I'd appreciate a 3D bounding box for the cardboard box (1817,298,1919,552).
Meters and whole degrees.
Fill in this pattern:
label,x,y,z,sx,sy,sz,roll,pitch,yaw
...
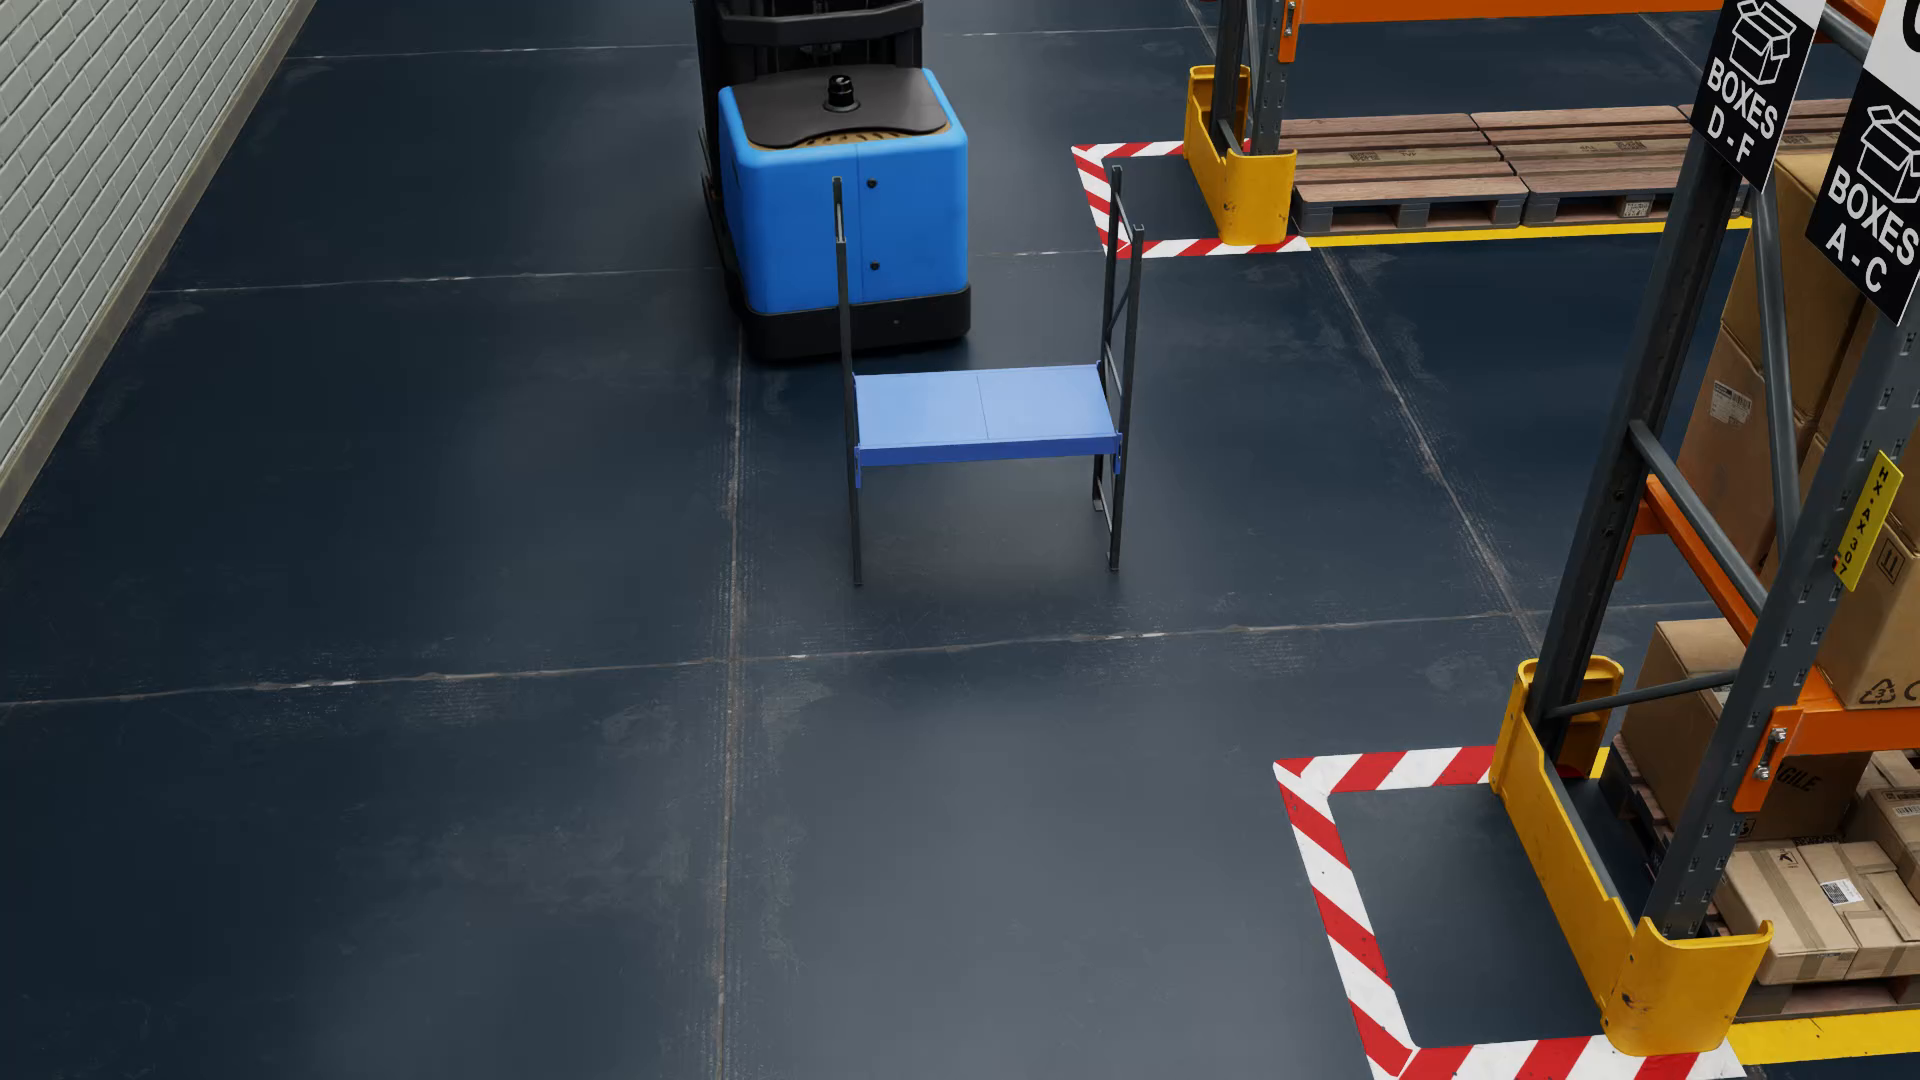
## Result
label,x,y,z,sx,sy,sz,roll,pitch,yaw
cardboard box,2.421,-0.329,3.857,0.500,0.500,0.500,-2,38,-3

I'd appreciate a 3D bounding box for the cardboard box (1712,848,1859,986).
label,x,y,z,sx,sy,sz,roll,pitch,yaw
cardboard box,2.403,1.100,4.880,0.250,0.149,0.380,-3,38,-4

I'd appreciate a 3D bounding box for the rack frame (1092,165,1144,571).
label,x,y,z,sx,sy,sz,roll,pitch,yaw
rack frame,0.591,-0.621,6.327,0.032,1.500,0.500,-3,38,-4

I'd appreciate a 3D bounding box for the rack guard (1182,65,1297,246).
label,x,y,z,sx,sy,sz,roll,pitch,yaw
rack guard,1.497,-2.101,9.009,0.348,0.500,1.175,-3,38,-4

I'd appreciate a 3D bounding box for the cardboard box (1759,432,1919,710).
label,x,y,z,sx,sy,sz,roll,pitch,yaw
cardboard box,3.659,-0.170,4.463,3.026,0.500,1.079,-3,38,-3

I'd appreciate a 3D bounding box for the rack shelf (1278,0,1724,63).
label,x,y,z,sx,sy,sz,roll,pitch,yaw
rack shelf,3.512,-2.919,8.608,4.000,0.370,1.077,-3,38,-4

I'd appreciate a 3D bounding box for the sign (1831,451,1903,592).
label,x,y,z,sx,sy,sz,roll,pitch,yaw
sign,2.003,-0.040,3.680,0.005,0.325,0.100,-3,38,-4

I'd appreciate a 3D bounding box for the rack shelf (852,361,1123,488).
label,x,y,z,sx,sy,sz,roll,pitch,yaw
rack shelf,0.085,-0.452,6.403,1.000,0.185,0.538,-3,38,-4

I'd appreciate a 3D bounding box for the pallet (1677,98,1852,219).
label,x,y,z,sx,sy,sz,roll,pitch,yaw
pallet,4.775,-2.152,9.307,1.213,0.211,1.003,-3,38,-4

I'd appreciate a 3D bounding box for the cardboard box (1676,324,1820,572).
label,x,y,z,sx,sy,sz,roll,pitch,yaw
cardboard box,2.377,-0.267,4.586,0.500,0.500,0.500,-2,38,-3

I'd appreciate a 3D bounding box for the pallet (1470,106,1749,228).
label,x,y,z,sx,sy,sz,roll,pitch,yaw
pallet,3.557,-2.083,9.220,1.213,0.211,1.003,-3,38,-4

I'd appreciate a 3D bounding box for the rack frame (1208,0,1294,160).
label,x,y,z,sx,sy,sz,roll,pitch,yaw
rack frame,1.520,-3.092,8.247,0.127,3.000,1.000,-3,38,-4

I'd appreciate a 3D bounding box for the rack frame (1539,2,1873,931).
label,x,y,z,sx,sy,sz,roll,pitch,yaw
rack frame,1.955,-0.033,4.370,0.053,2.616,0.949,-3,38,-4

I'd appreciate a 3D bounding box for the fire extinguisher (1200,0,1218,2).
label,x,y,z,sx,sy,sz,roll,pitch,yaw
fire extinguisher,1.330,-3.187,8.731,0.183,0.674,0.296,-3,38,-4

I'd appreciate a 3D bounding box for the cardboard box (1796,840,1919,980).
label,x,y,z,sx,sy,sz,roll,pitch,yaw
cardboard box,2.652,1.080,4.892,0.250,0.166,0.380,-3,38,-4

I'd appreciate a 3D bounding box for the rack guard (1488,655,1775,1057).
label,x,y,z,sx,sy,sz,roll,pitch,yaw
rack guard,2.031,0.942,5.152,0.348,0.500,1.175,-3,38,-4

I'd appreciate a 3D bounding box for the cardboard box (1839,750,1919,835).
label,x,y,z,sx,sy,sz,roll,pitch,yaw
cardboard box,2.886,0.756,5.302,0.250,0.166,0.380,-3,38,-4

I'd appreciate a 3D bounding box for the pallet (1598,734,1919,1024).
label,x,y,z,sx,sy,sz,roll,pitch,yaw
pallet,2.825,1.011,5.298,1.213,0.211,1.003,-3,38,-4

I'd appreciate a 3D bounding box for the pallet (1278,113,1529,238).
label,x,y,z,sx,sy,sz,roll,pitch,yaw
pallet,2.345,-2.018,9.137,1.213,0.211,1.003,-3,38,-4

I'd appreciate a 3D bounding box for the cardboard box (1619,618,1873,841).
label,x,y,z,sx,sy,sz,roll,pitch,yaw
cardboard box,2.475,0.592,5.241,0.500,0.500,0.500,-3,38,-4

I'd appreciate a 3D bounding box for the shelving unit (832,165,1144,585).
label,x,y,z,sx,sy,sz,roll,pitch,yaw
shelving unit,0.085,-0.593,6.291,1.048,1.500,0.538,-3,38,-4

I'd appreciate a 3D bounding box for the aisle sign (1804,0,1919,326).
label,x,y,z,sx,sy,sz,roll,pitch,yaw
aisle sign,1.913,-0.871,3.333,0.004,0.787,0.394,-3,38,-4

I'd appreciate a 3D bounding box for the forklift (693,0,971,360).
label,x,y,z,sx,sy,sz,roll,pitch,yaw
forklift,-0.784,-2.900,8.059,1.130,2.935,3.031,-8,39,-10

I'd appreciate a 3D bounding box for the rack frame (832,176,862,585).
label,x,y,z,sx,sy,sz,roll,pitch,yaw
rack frame,-0.421,-0.566,6.256,0.032,1.500,0.500,-3,38,-4

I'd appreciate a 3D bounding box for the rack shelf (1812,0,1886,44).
label,x,y,z,sx,sy,sz,roll,pitch,yaw
rack shelf,3.947,-1.040,3.806,4.000,0.370,1.077,-3,38,-4

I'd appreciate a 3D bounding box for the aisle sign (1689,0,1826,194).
label,x,y,z,sx,sy,sz,roll,pitch,yaw
aisle sign,1.860,-1.241,3.802,0.004,0.787,0.394,-3,38,-4
